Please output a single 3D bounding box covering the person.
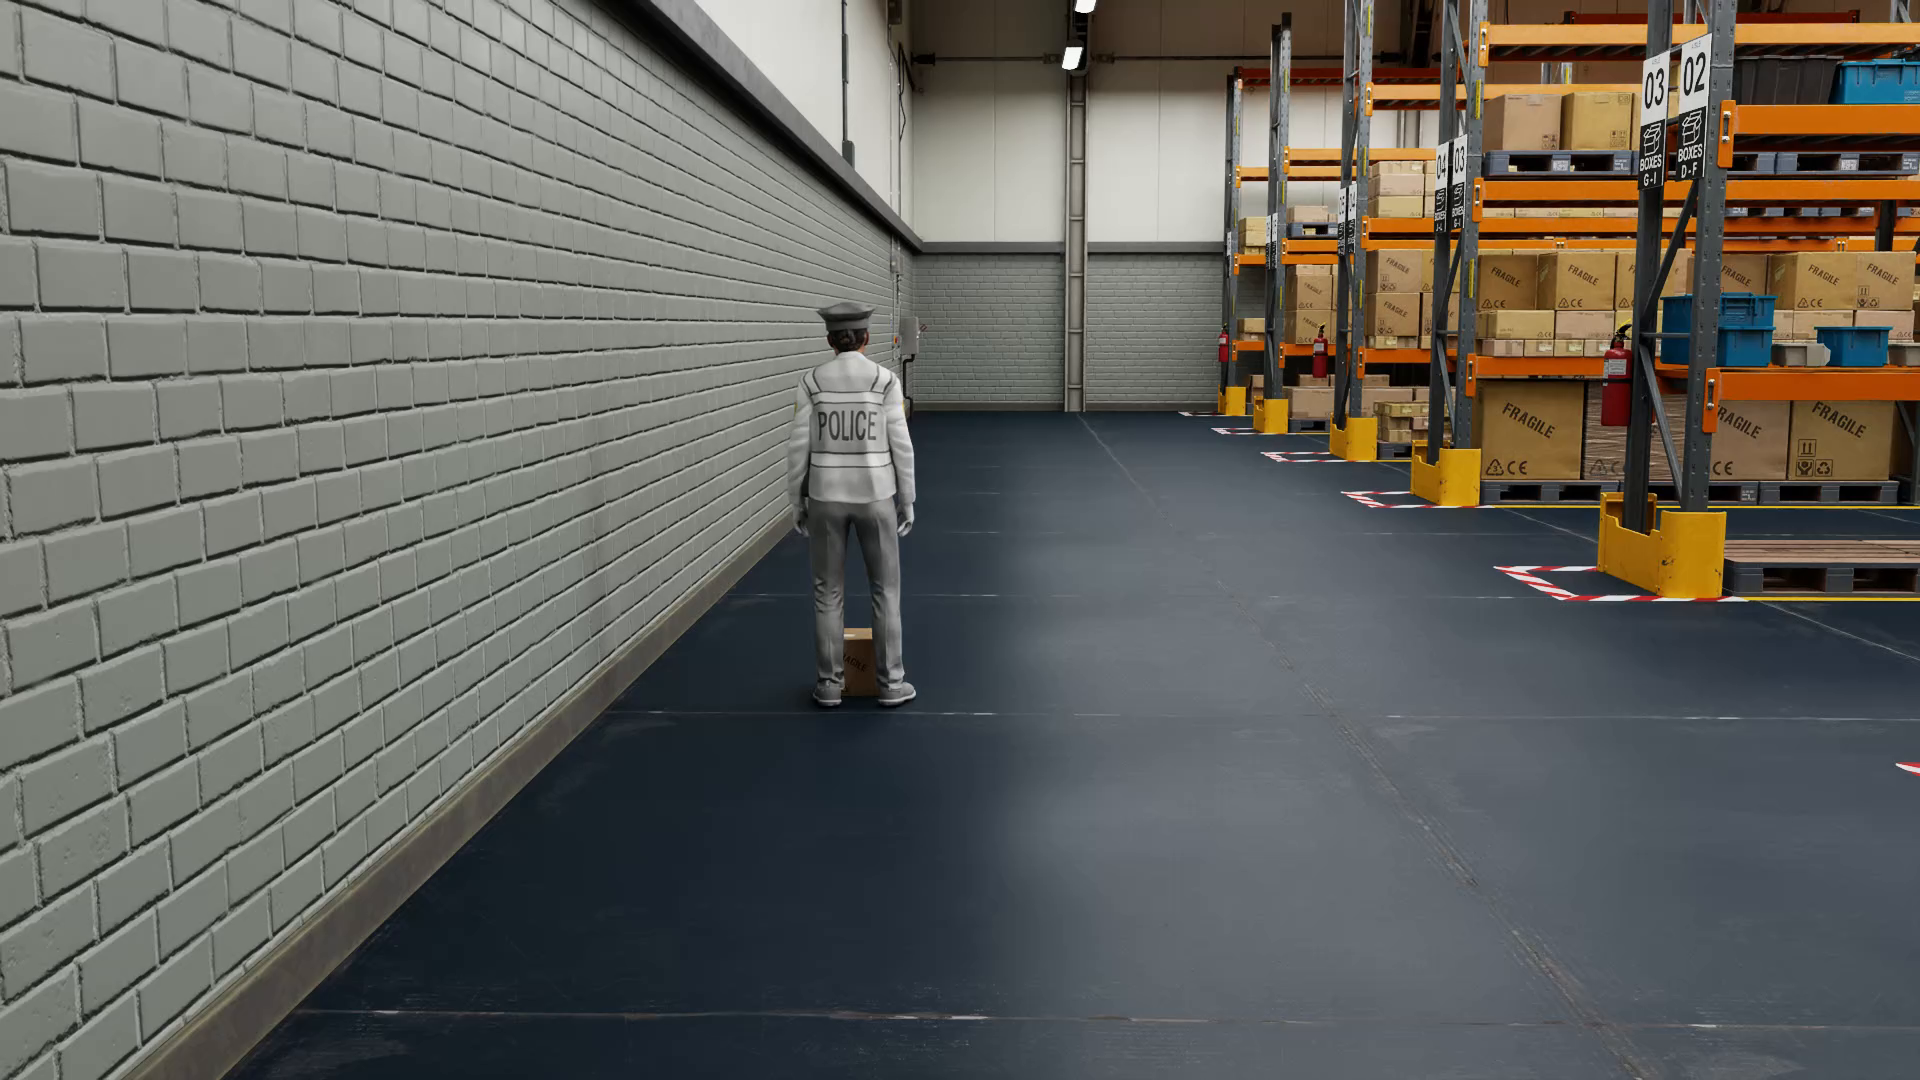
[{"bbox_3d":[-0.447,-0.143,6.871,0.528,1.664,0.374,0,7,1],"label":"person"}]
